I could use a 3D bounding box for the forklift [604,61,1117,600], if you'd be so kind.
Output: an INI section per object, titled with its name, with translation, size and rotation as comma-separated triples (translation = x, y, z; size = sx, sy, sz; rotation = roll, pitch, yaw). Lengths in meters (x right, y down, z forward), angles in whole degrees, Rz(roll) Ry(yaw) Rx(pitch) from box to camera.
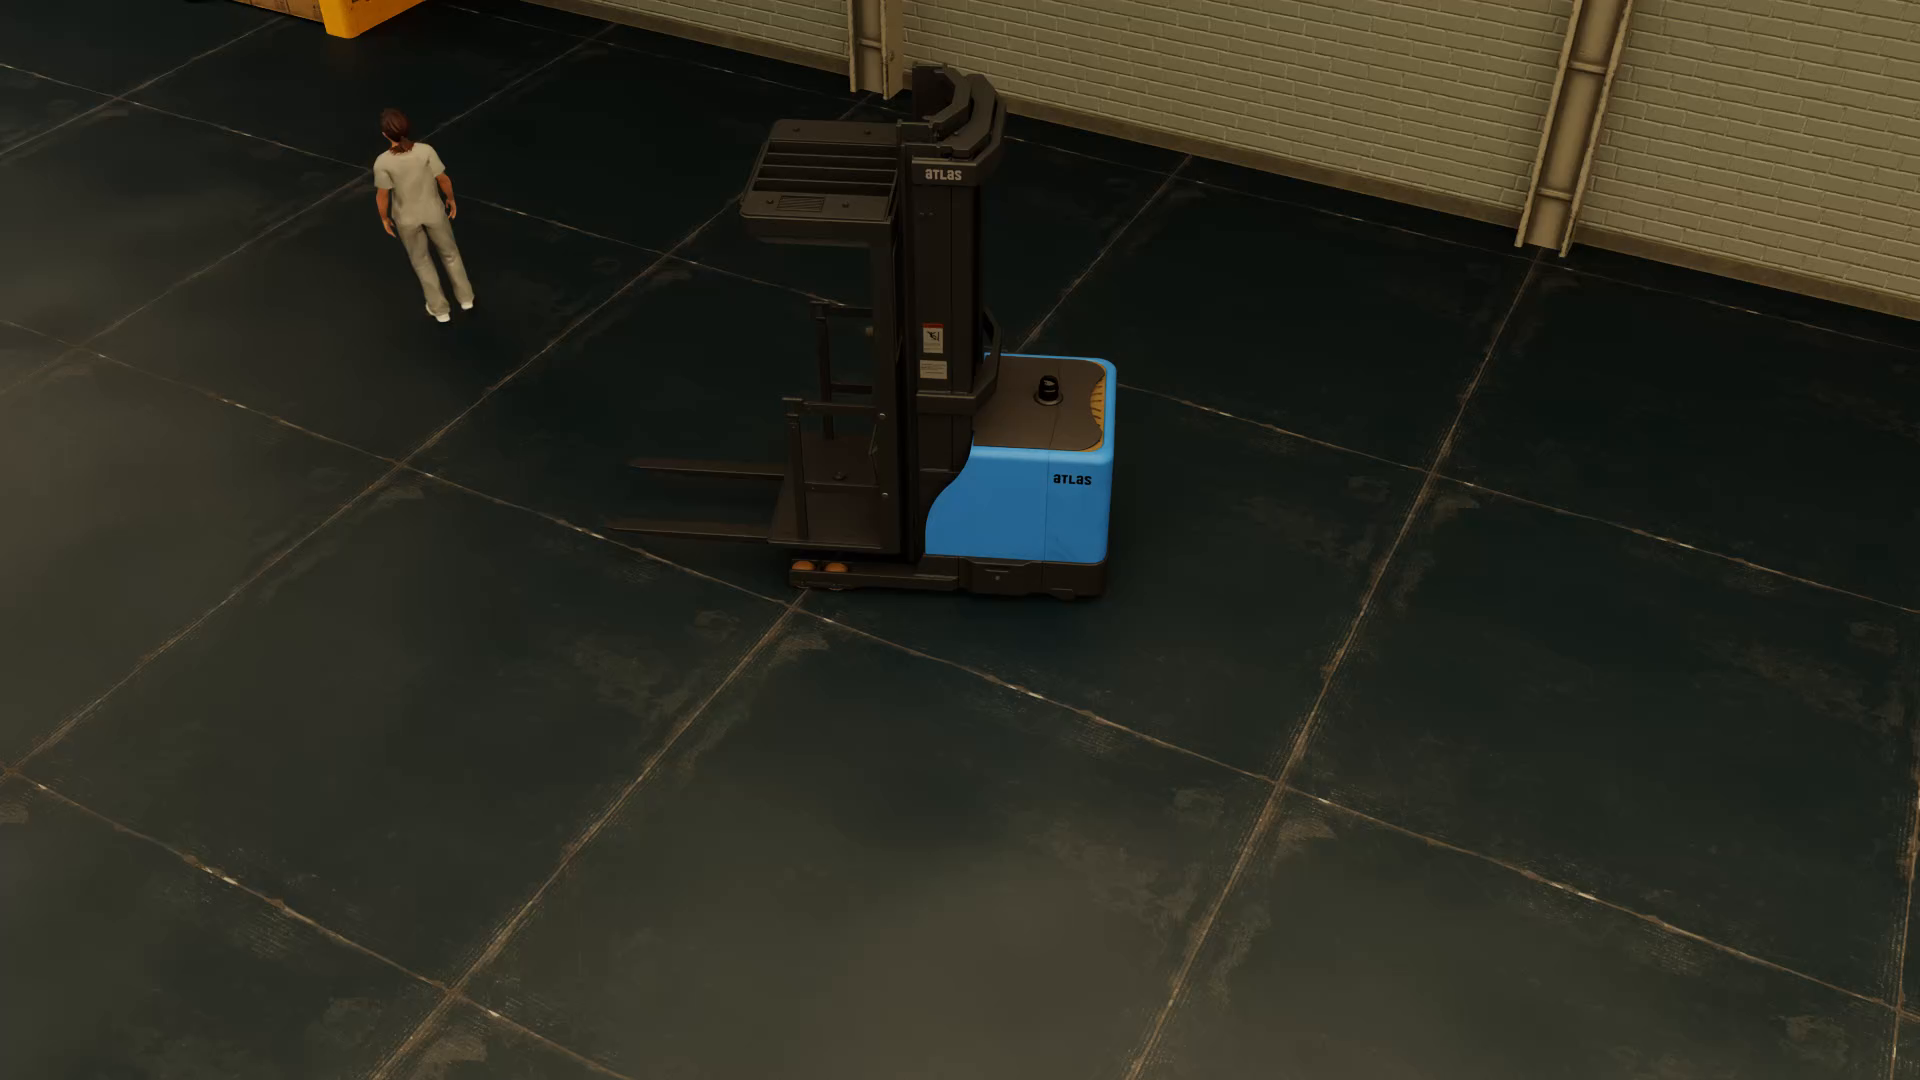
[forklift]
translation = -0.606, -1.157, 9.360
size = 3.031, 2.935, 1.130
rotation = 3, 40, 4

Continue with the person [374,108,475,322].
[person]
translation = -3.801, -2.205, 11.766
size = 0.542, 1.426, 0.543
rotation = -17, 43, -19
